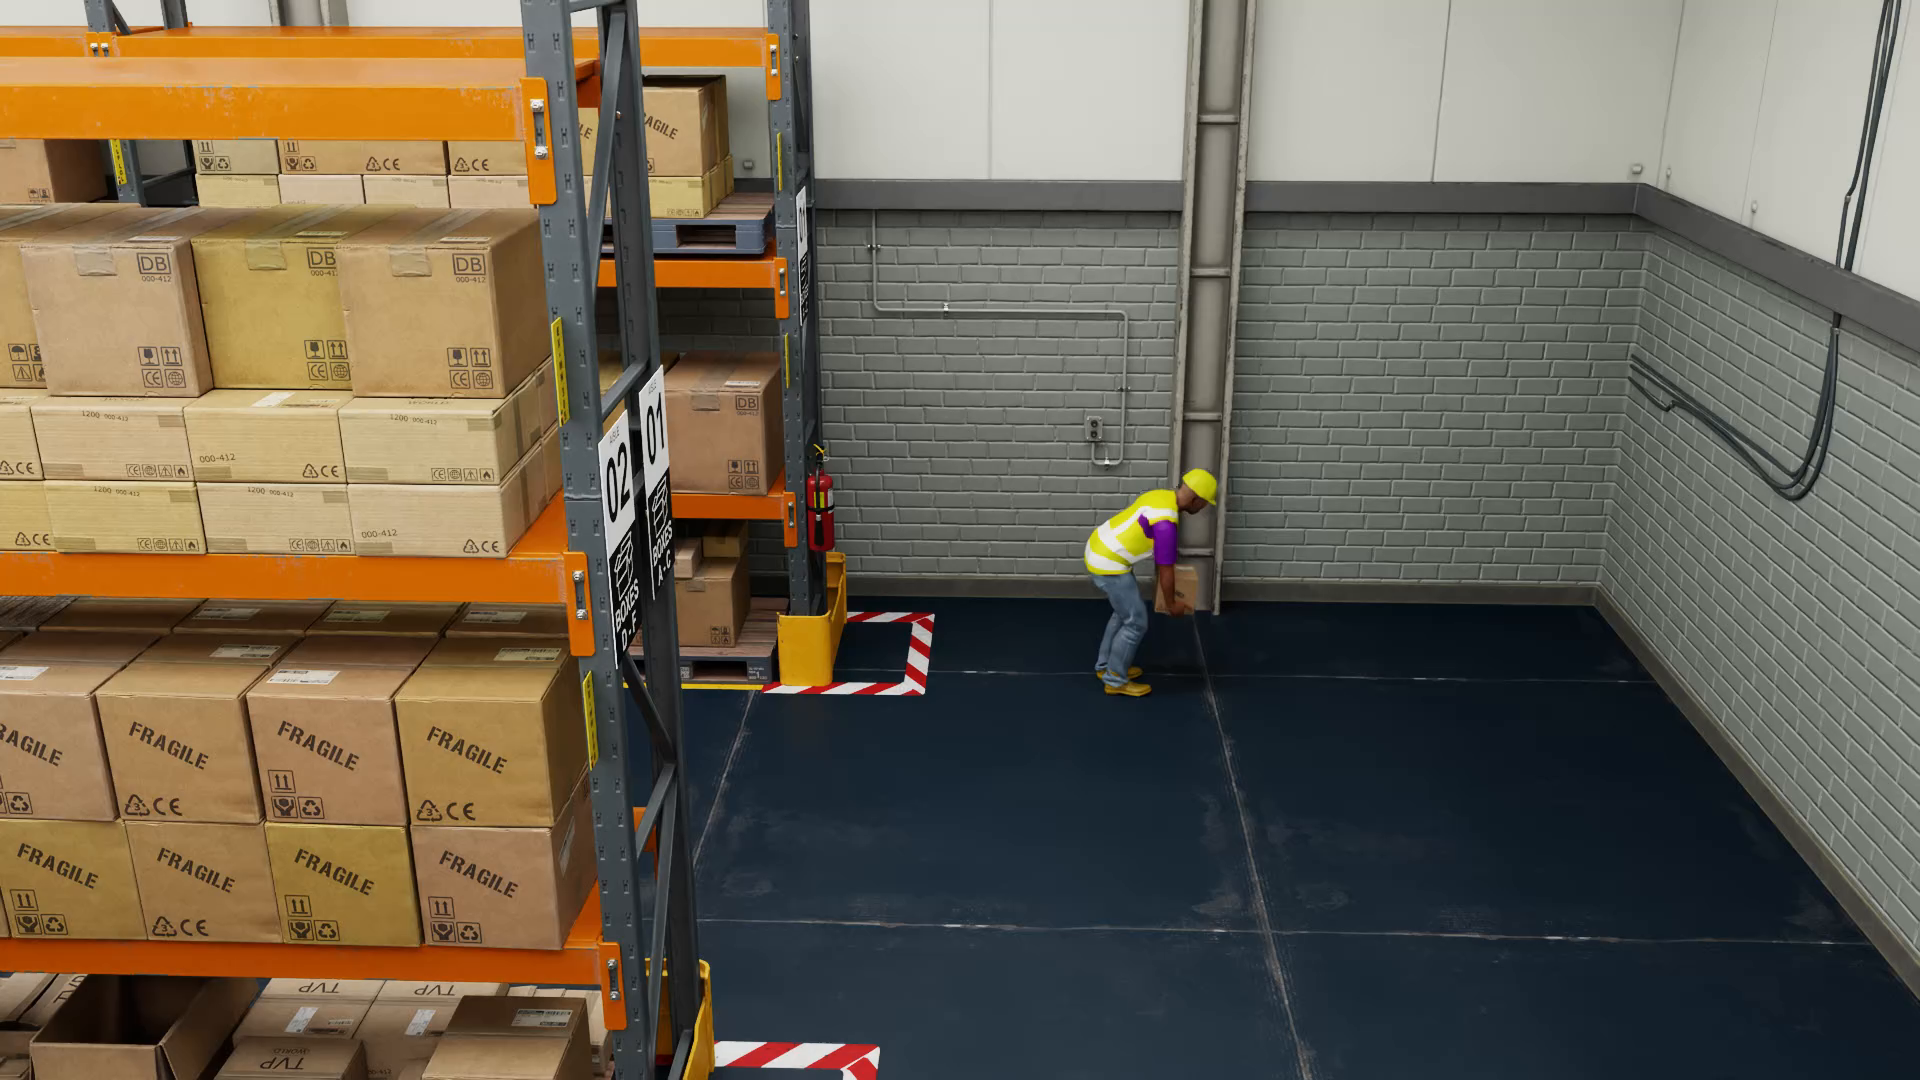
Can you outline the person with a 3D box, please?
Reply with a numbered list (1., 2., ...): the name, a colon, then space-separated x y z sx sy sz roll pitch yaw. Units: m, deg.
1. person: 1.218 0.255 10.743 0.831 1.499 0.487 0 21 0
